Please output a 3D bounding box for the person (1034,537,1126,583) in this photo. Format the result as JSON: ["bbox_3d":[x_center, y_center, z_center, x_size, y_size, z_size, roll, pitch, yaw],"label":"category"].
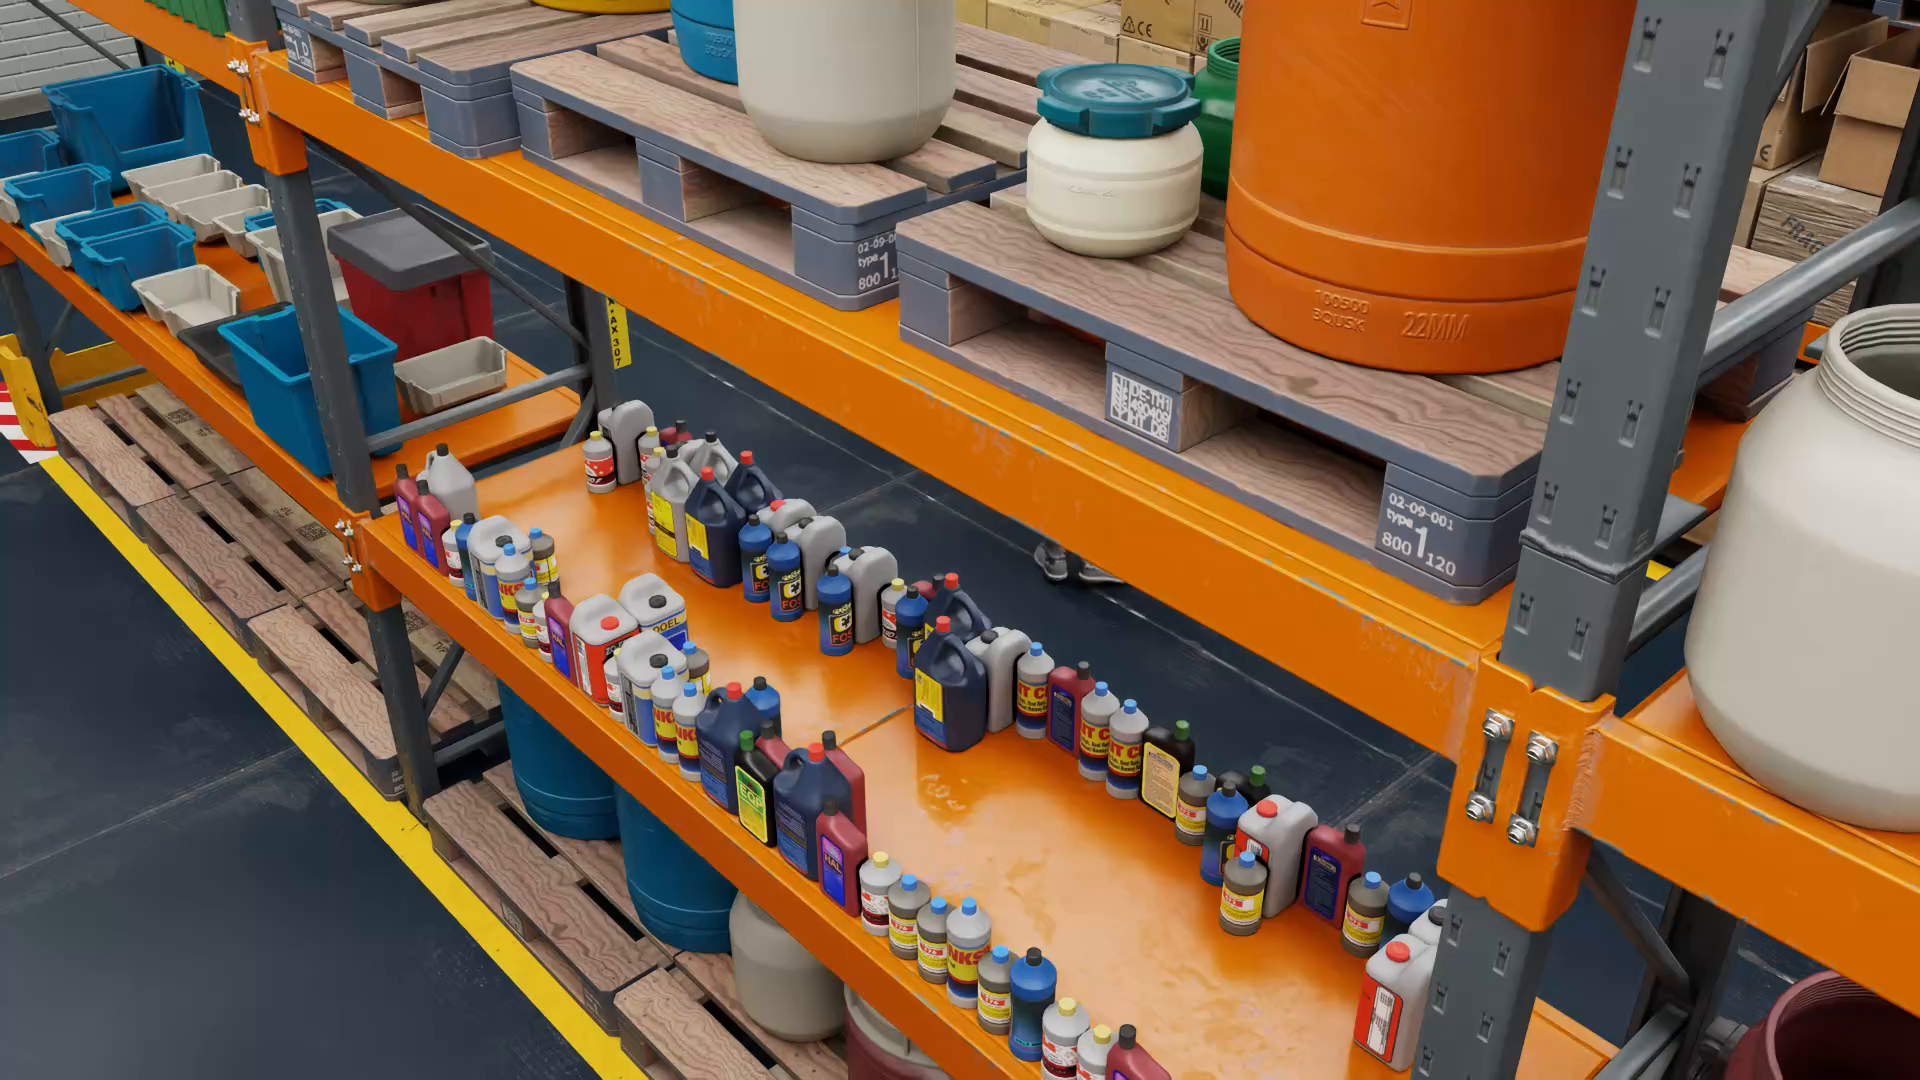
[{"bbox_3d":[0.476,-0.581,7.035,0.621,1.673,0.400,-2,32,-4],"label":"person"}]
